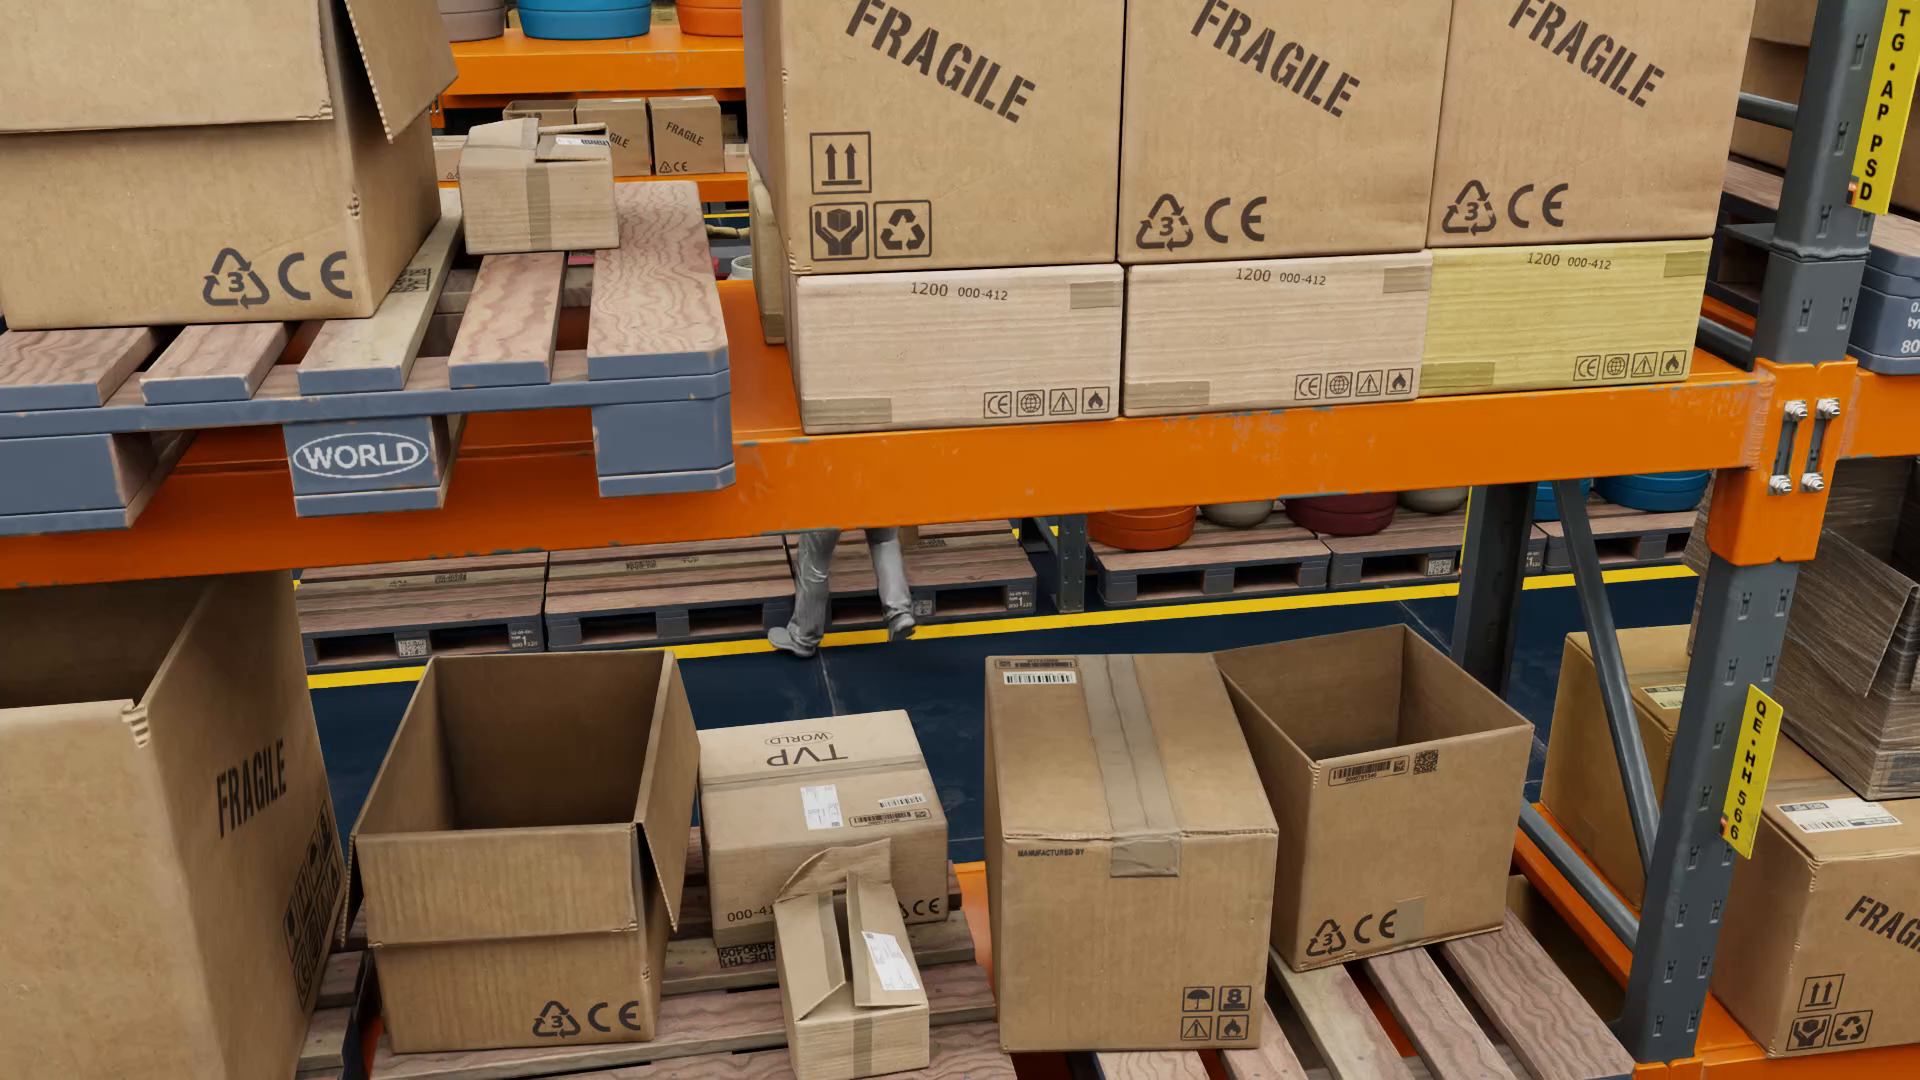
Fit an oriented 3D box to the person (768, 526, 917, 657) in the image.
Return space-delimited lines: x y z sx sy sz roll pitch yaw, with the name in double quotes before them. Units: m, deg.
"person" -0.530 -0.270 7.657 0.622 1.763 0.656 -12 26 -26
